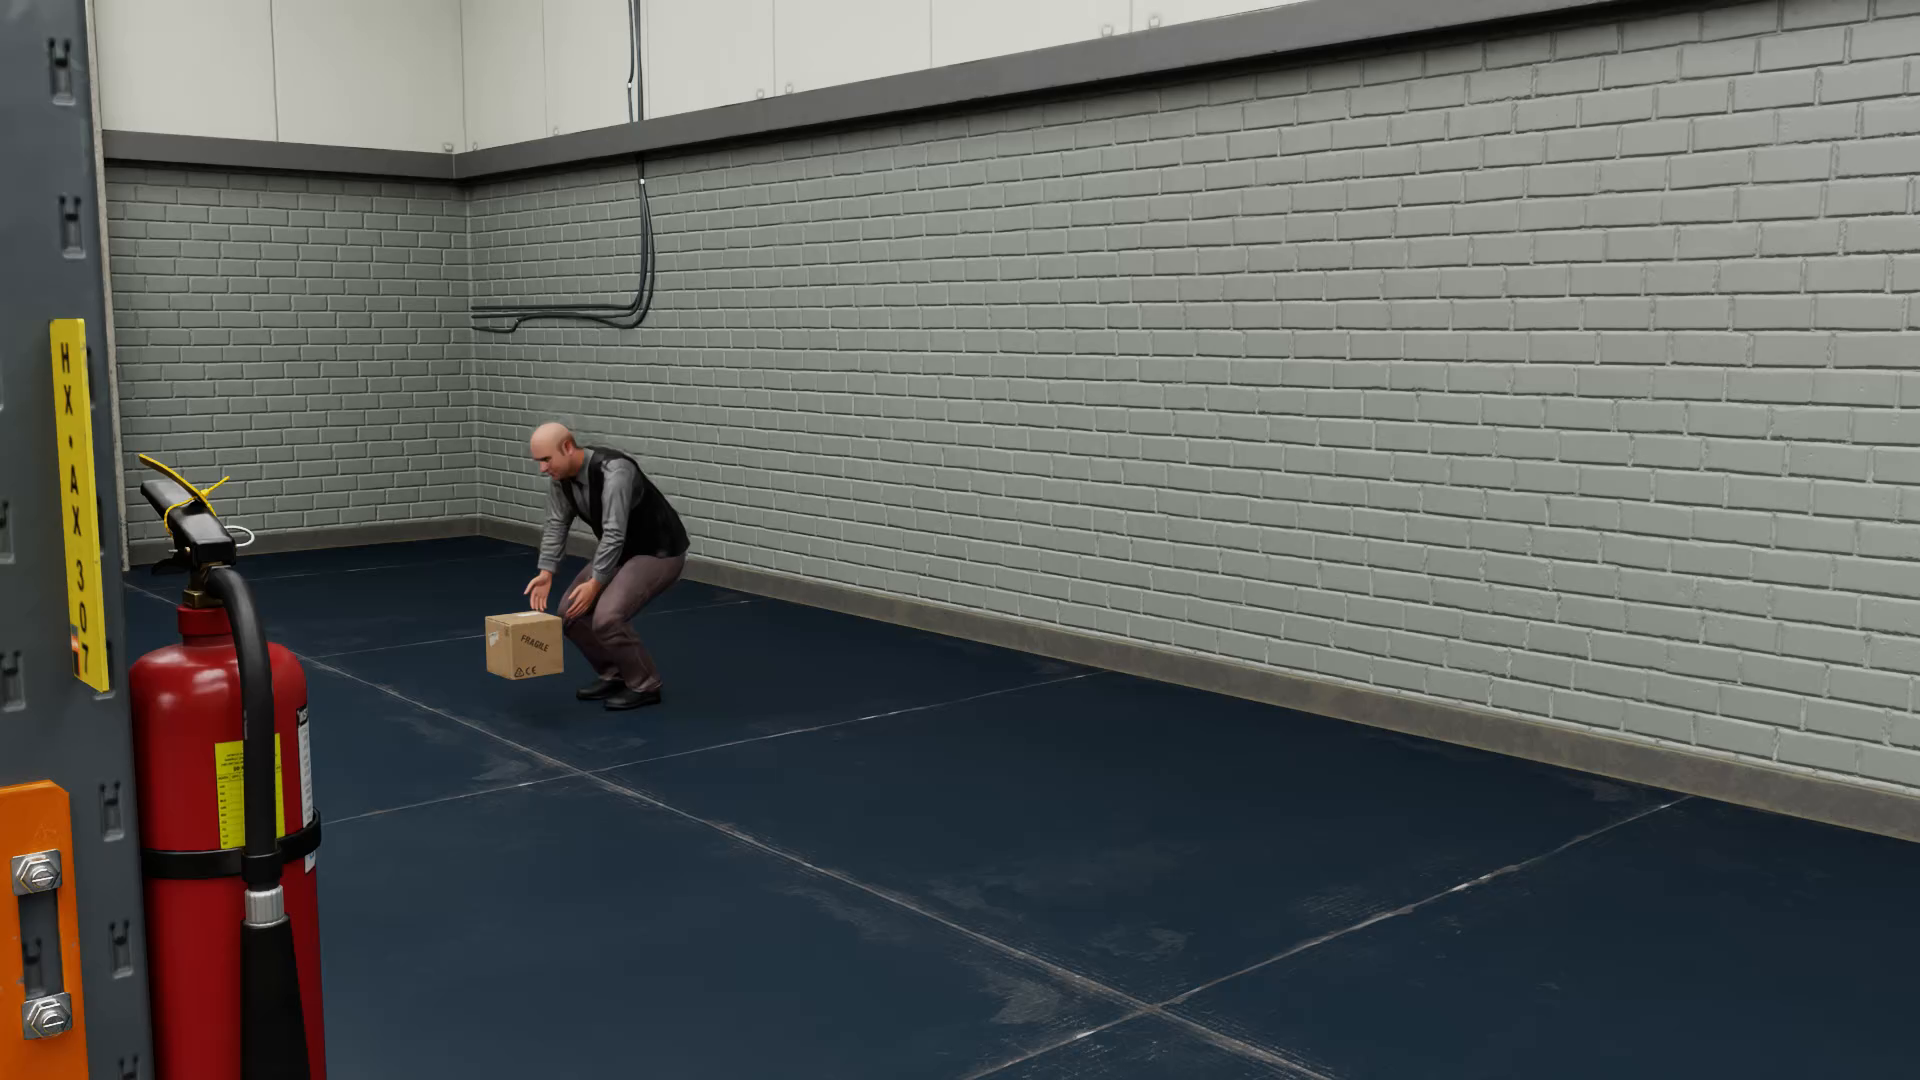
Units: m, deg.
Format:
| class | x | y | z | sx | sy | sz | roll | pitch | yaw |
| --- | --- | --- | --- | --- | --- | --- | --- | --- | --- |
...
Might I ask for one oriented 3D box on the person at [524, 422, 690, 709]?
| class | x | y | z | sx | sy | sz | roll | pitch | yaw |
| --- | --- | --- | --- | --- | --- | --- | --- | --- | --- |
| person | -1.603 | 0.119 | 7.632 | 0.754 | 1.298 | 0.590 | -6 | 10 | -41 |
